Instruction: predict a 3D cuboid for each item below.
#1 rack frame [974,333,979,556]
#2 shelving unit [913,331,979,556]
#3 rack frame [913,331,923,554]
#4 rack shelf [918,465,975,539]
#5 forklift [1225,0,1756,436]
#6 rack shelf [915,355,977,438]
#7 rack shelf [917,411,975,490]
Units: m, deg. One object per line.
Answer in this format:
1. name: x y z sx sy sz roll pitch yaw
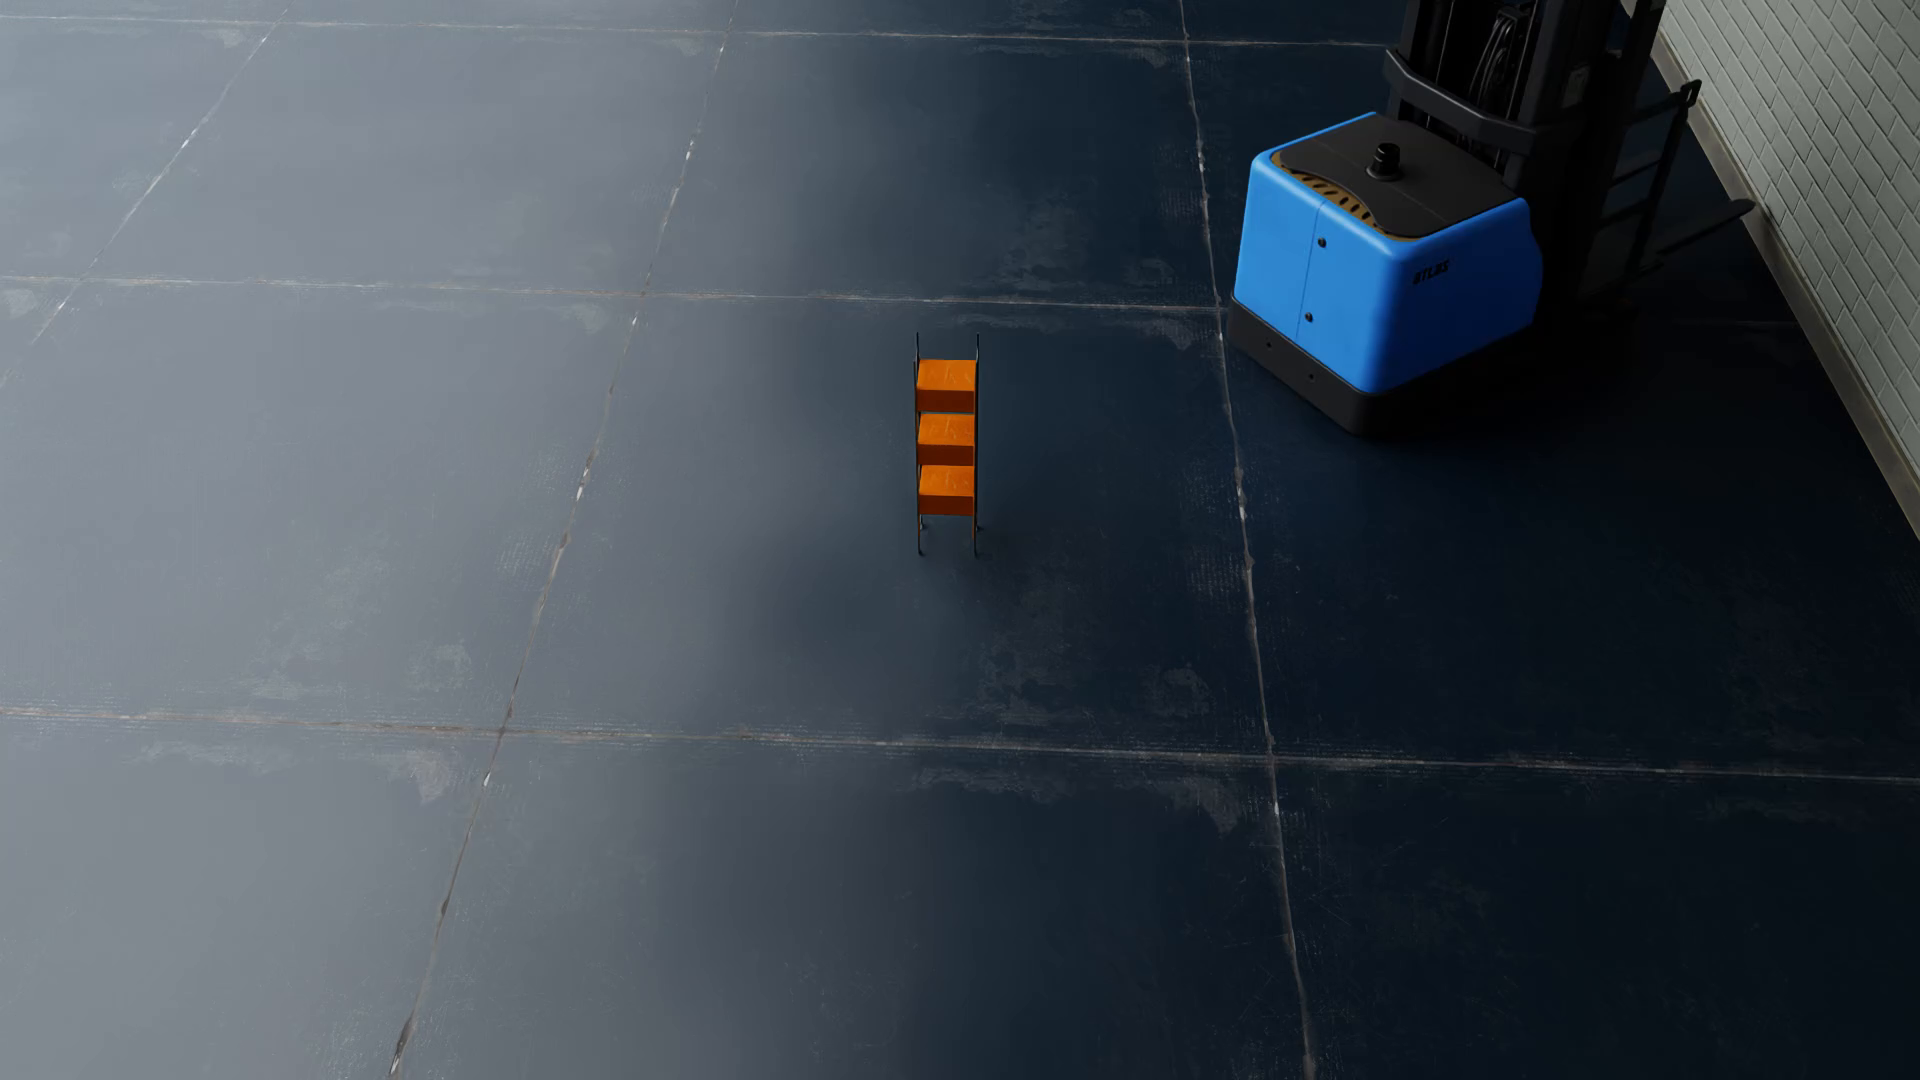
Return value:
1. rack frame: 0.068 -0.382 6.975 0.008 1.050 0.200 2 43 2
2. shelving unit: -0.053 -0.386 6.979 0.252 1.050 0.215 2 43 2
3. rack frame: -0.175 -0.390 6.983 0.008 1.050 0.200 2 43 2
4. rack shelf: -0.053 -0.175 7.176 0.240 0.259 0.215 2 43 2
5. forklift: 2.842 -2.341 7.698 3.031 2.935 1.130 -24 48 -24
6. rack shelf: -0.053 -0.586 6.793 0.240 0.259 0.215 2 43 2
7. rack shelf: -0.053 -0.378 6.987 0.240 0.259 0.215 2 43 2
